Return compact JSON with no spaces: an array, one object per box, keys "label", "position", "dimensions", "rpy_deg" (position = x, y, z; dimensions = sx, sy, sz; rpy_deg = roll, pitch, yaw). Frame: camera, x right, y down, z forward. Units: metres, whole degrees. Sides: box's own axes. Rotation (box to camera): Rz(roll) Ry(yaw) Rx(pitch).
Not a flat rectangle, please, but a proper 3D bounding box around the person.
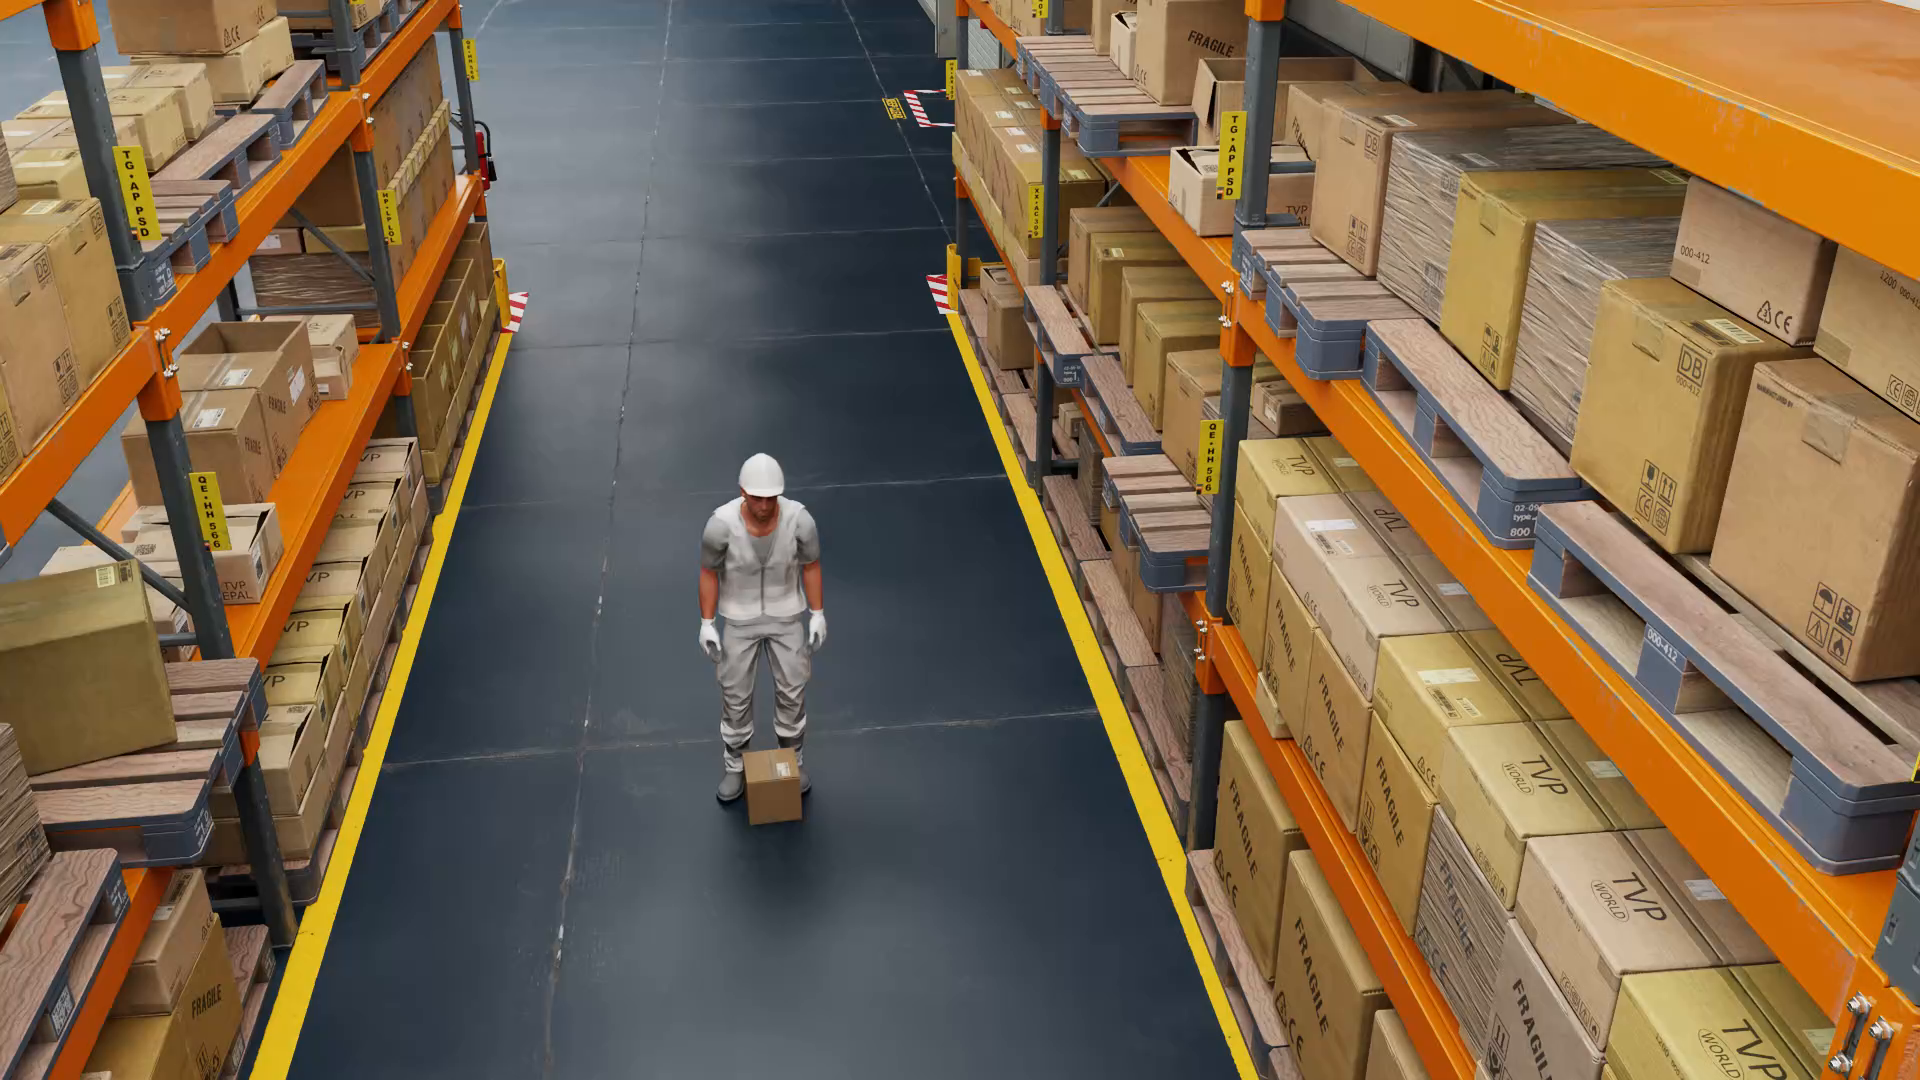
[{"label":"person","position":[-0.925,0.397,7.820],"dimensions":[0.610,1.777,0.452],"rpy_deg":[-5,27,-10]}]
